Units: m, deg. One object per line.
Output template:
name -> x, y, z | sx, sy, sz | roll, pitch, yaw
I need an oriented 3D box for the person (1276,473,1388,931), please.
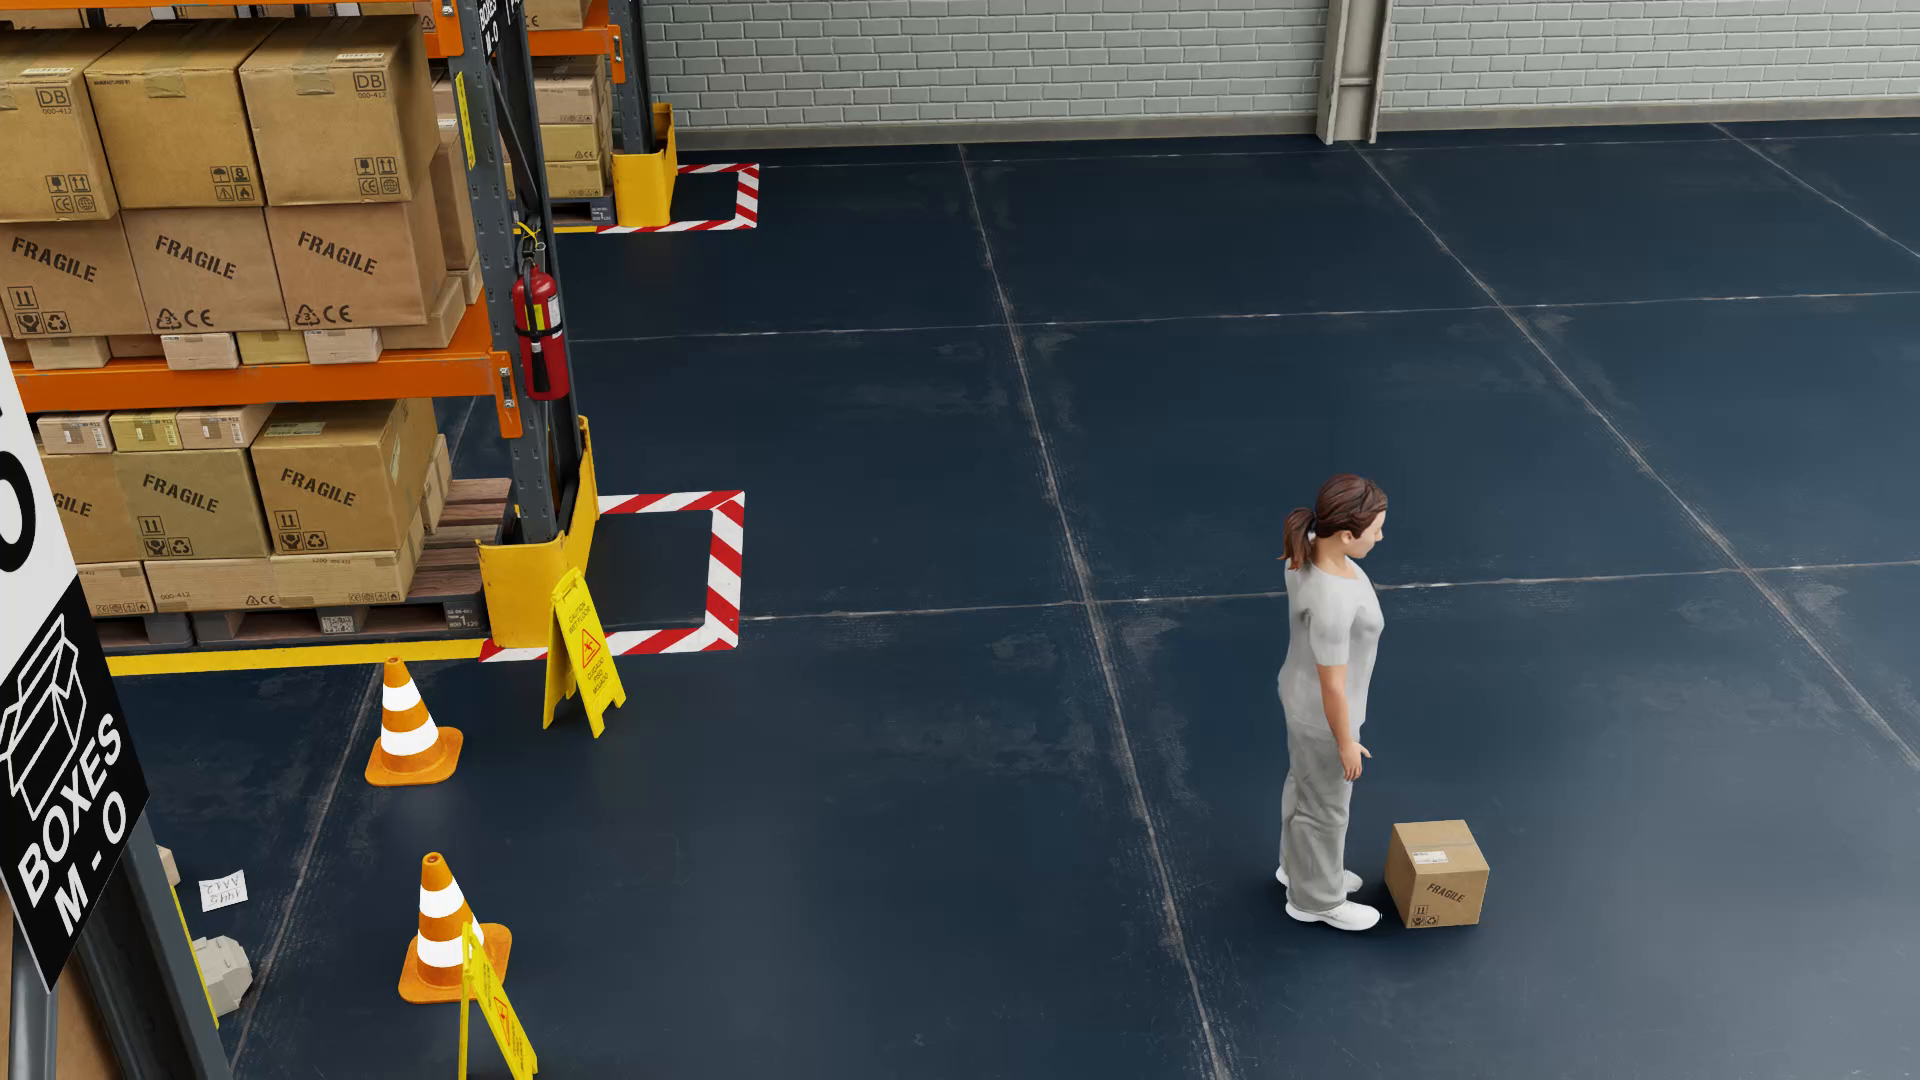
person -> 1.169, 0.543, 5.226 | 0.475, 1.711, 0.473 | 0, 31, 1
